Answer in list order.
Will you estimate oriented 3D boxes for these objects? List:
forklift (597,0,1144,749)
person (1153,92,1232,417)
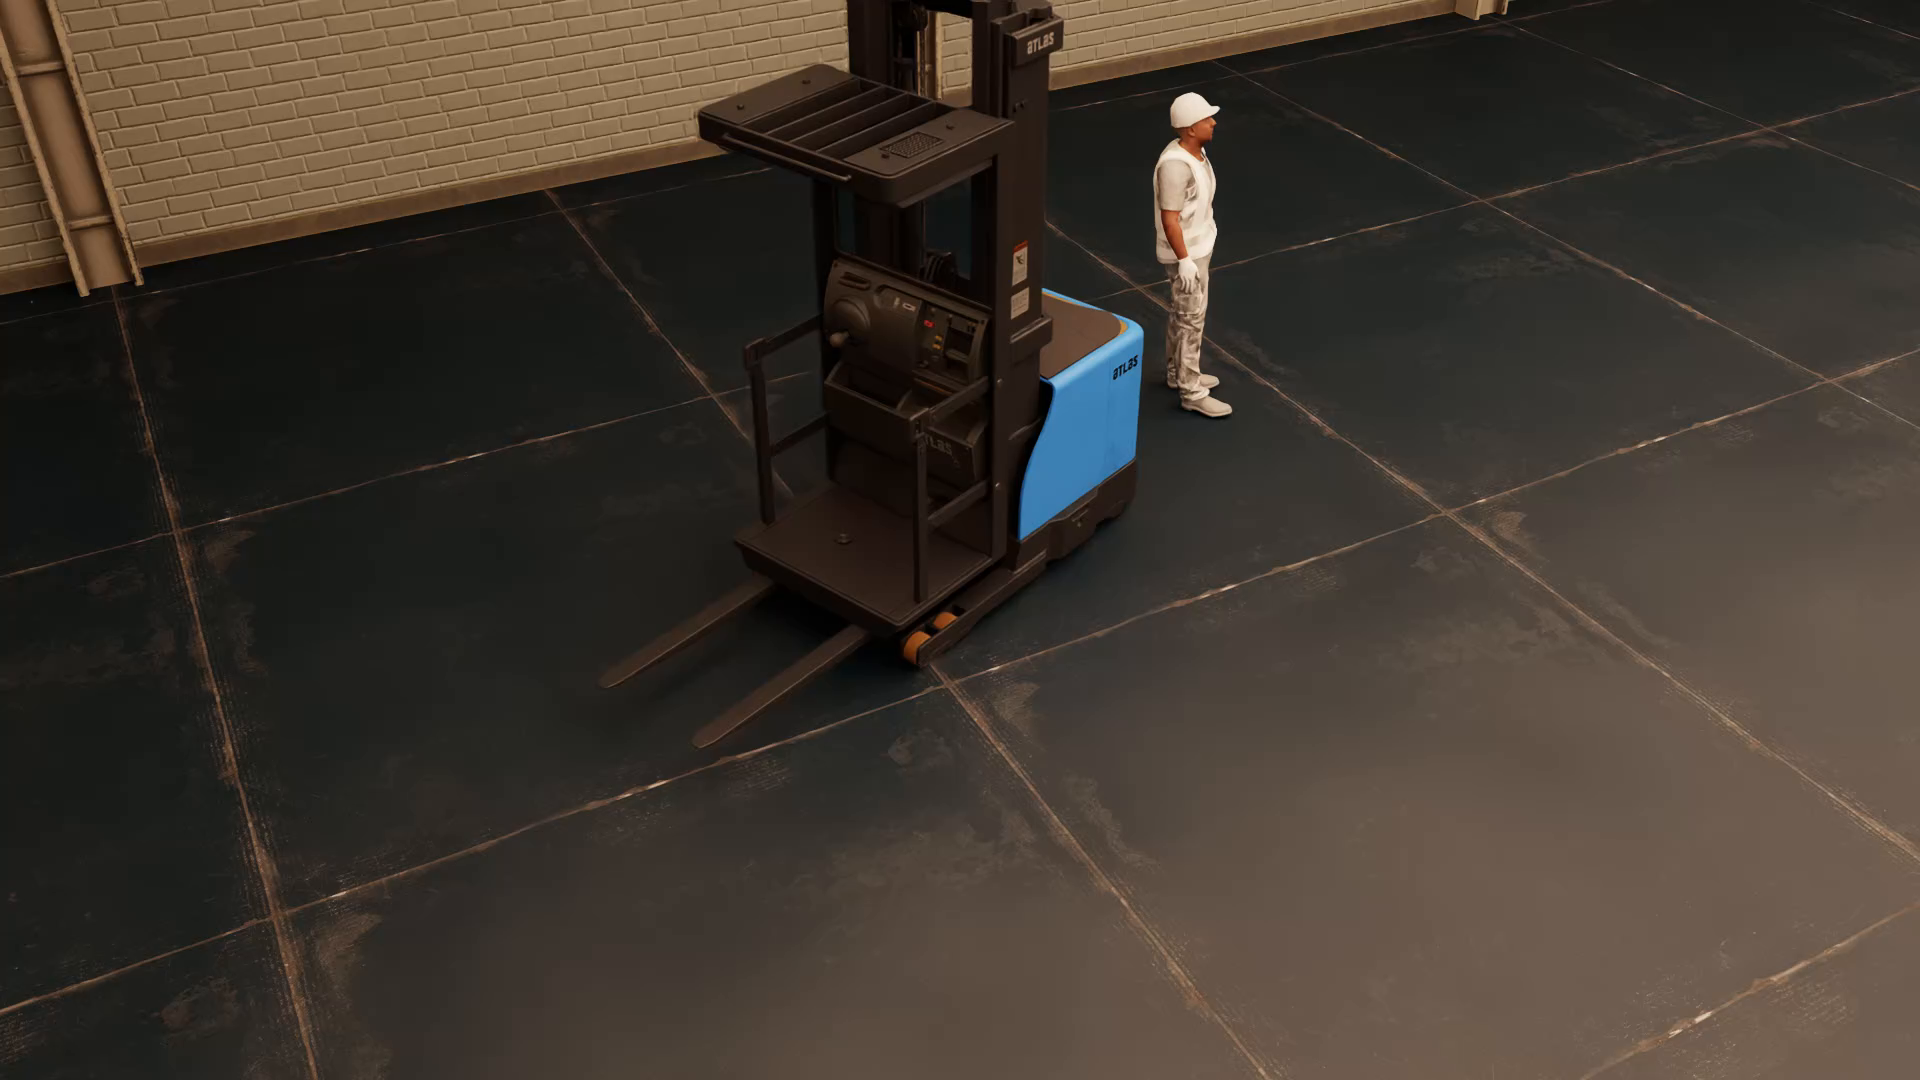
[{"bbox_3d":[-0.390,-0.927,7.434,1.130,2.935,3.031,26,43,31],"label":"forklift"},{"bbox_3d":[1.364,-1.634,9.418,0.575,1.783,0.656,8,36,12],"label":"person"}]
